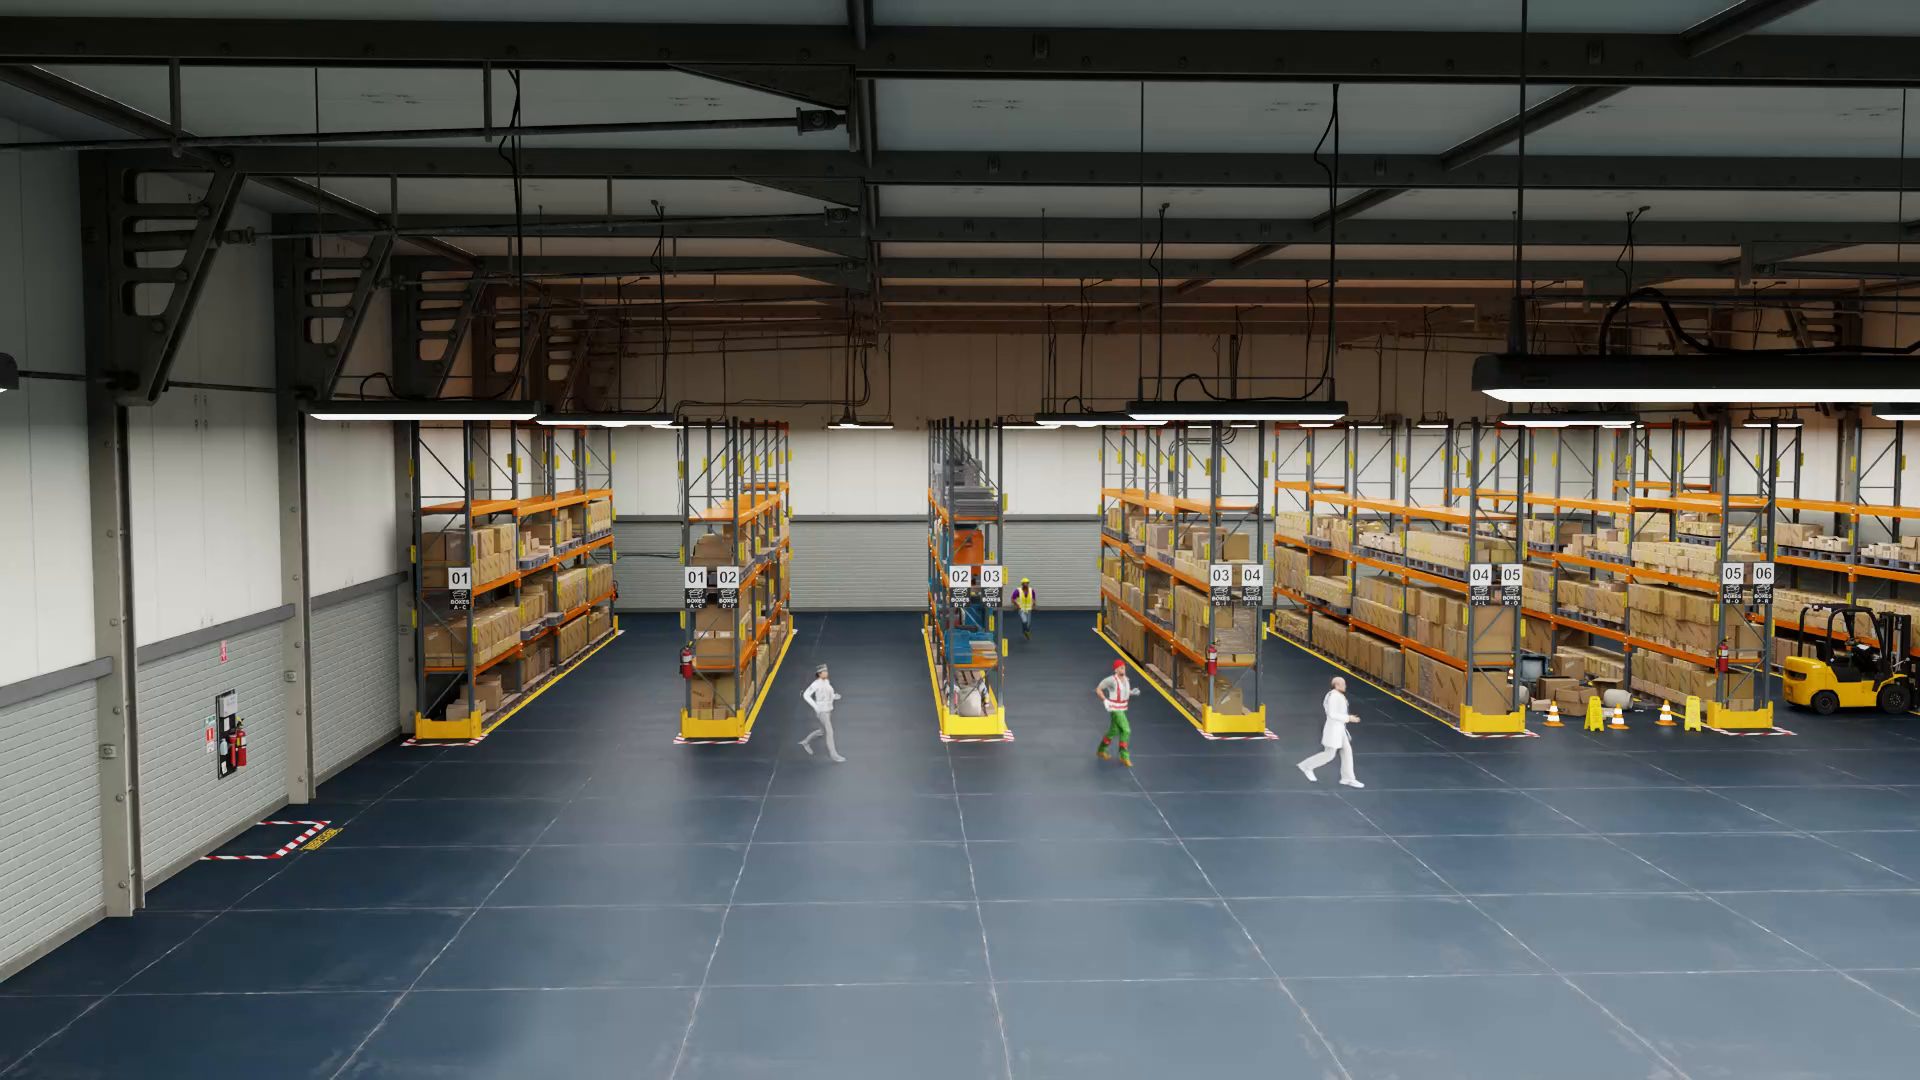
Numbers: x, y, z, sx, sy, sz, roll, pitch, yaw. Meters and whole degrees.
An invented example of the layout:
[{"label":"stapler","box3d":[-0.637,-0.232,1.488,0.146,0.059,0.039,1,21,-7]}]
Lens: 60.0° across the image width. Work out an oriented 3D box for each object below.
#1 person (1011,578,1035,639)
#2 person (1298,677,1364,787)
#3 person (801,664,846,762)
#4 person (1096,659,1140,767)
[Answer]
[{"label":"person","box3d":[1.719,1.856,44.614,0.687,1.686,0.678,-1,4,-11]},{"label":"person","box3d":[5.990,3.080,26.796,1.035,1.772,0.685,2,4,23]},{"label":"person","box3d":[-2.373,2.975,28.877,0.898,1.673,0.617,2,4,24]},{"label":"person","box3d":[2.715,2.969,28.642,0.798,1.851,0.618,3,5,35]}]
